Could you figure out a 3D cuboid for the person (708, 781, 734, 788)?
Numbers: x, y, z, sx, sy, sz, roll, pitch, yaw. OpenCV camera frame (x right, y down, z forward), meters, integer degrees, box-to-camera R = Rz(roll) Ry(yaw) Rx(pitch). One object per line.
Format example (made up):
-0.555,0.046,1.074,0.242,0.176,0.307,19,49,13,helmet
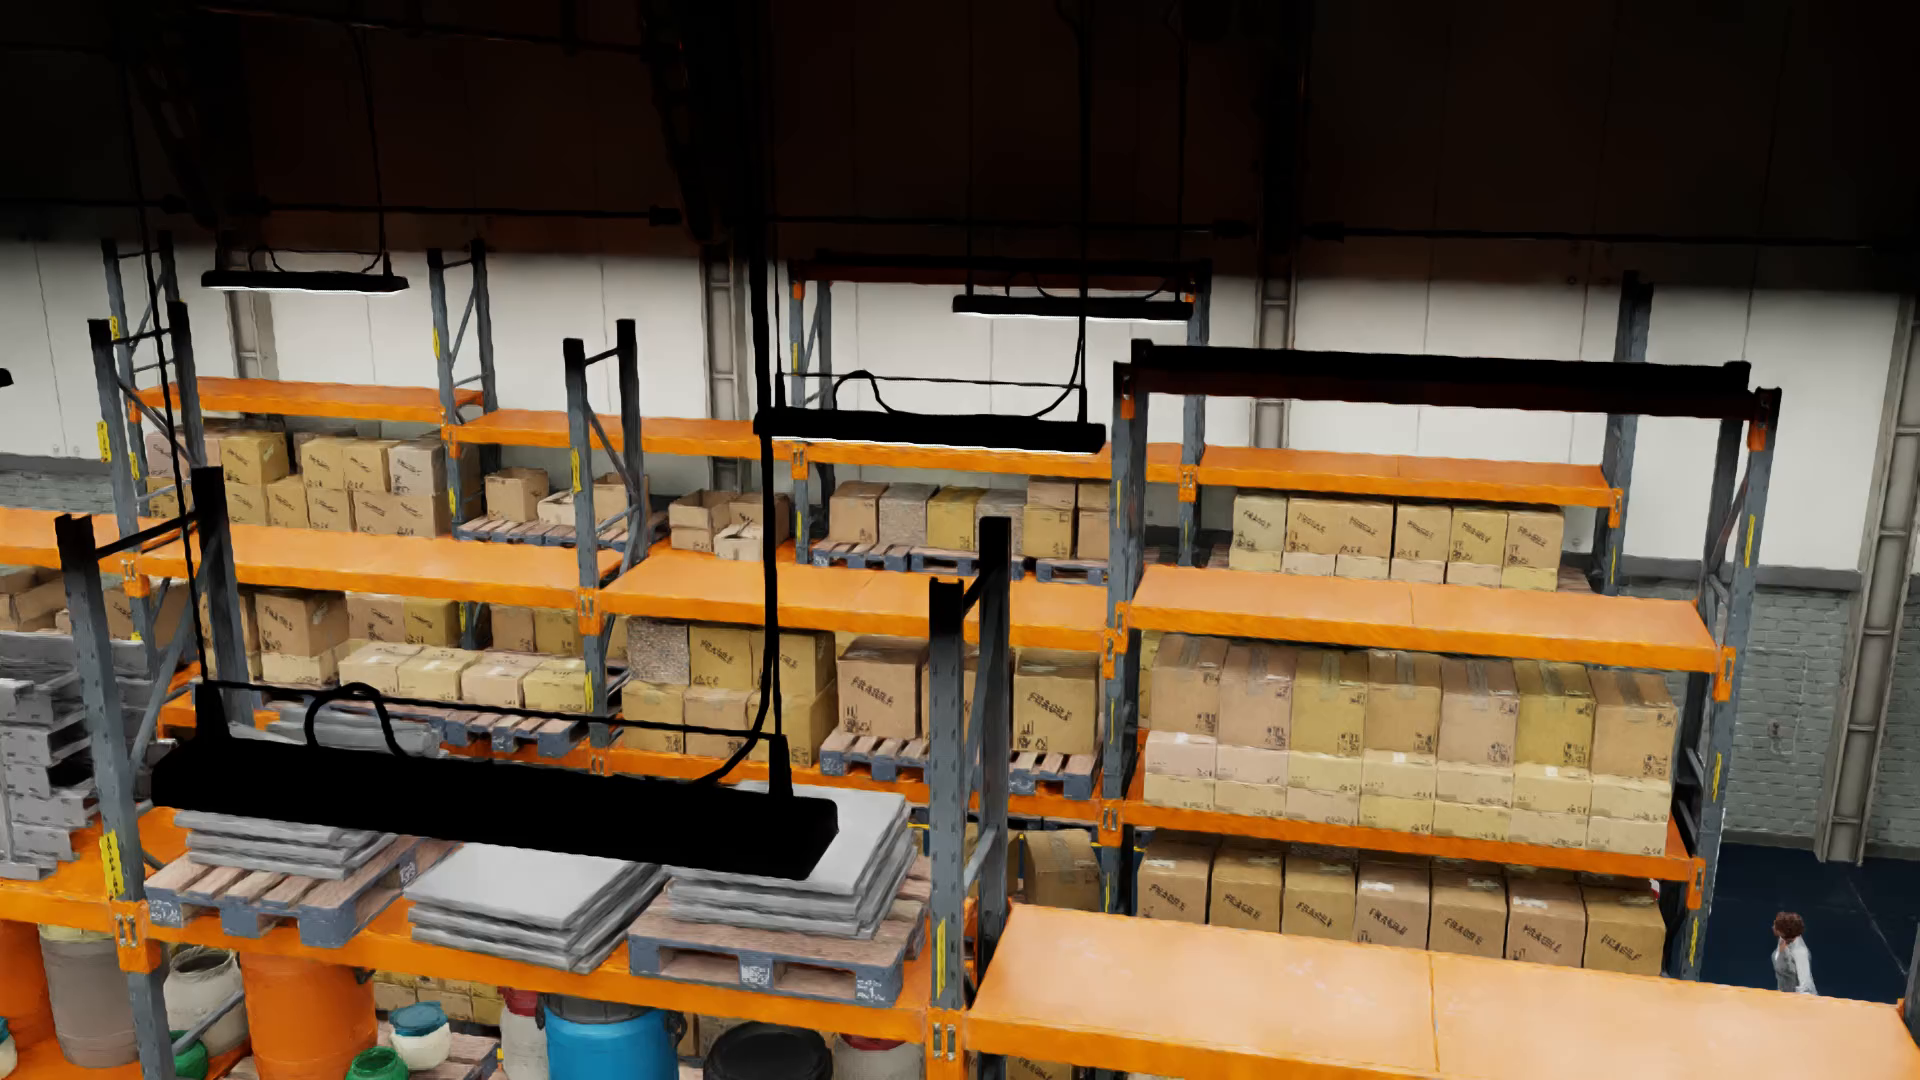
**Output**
-2.115,2.893,15.762,0.519,1.541,0.566,3,17,10,person

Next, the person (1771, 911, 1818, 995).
6.628,3.647,13.185,0.519,1.541,0.566,3,17,11,person
